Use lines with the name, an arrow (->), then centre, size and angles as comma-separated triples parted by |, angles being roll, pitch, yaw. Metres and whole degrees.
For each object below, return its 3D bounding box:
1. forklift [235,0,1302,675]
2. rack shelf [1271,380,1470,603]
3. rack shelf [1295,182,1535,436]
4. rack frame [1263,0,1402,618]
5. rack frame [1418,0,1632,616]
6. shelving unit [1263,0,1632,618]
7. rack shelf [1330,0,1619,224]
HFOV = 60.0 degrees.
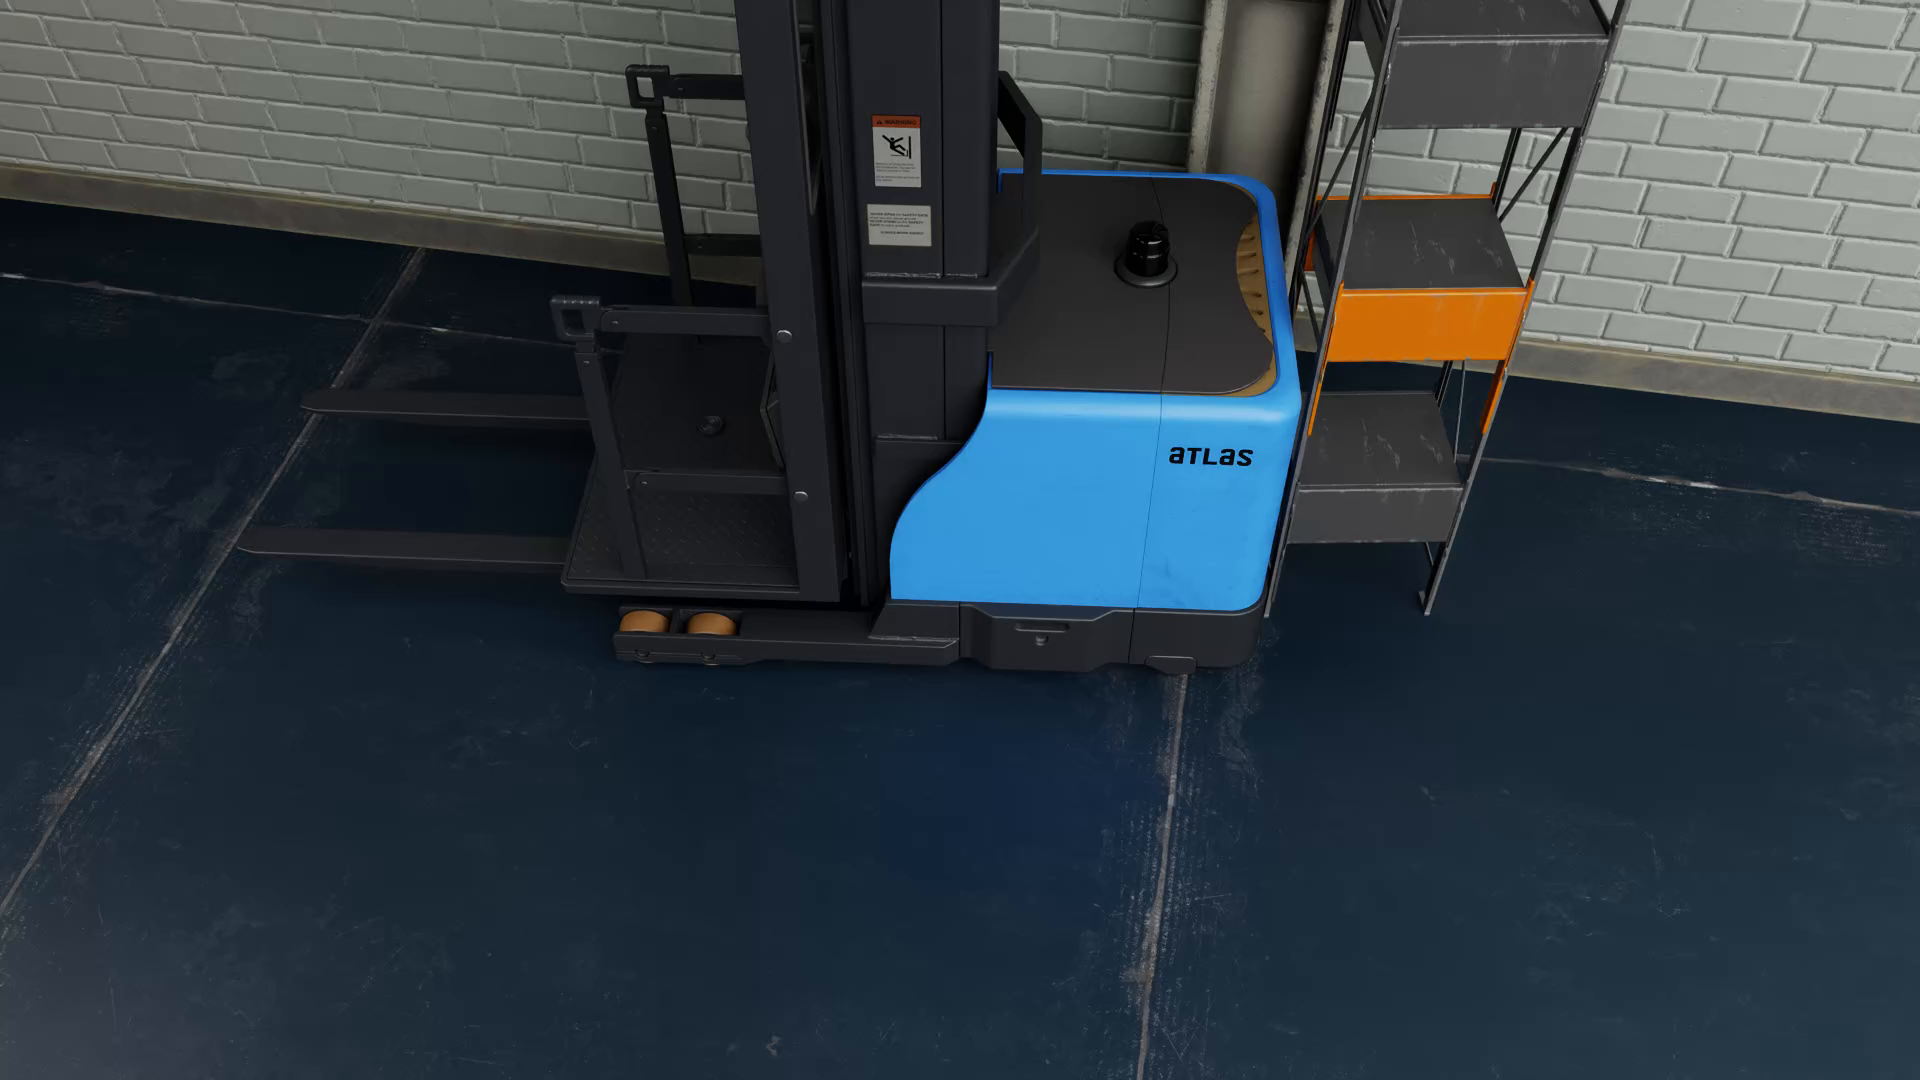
forklift -> -0.622, -1.002, 4.180 | 3.031, 2.935, 1.130 | 2, 48, 2
rack shelf -> 1.167, -0.140, 4.924 | 0.480, 0.518, 0.431 | -1, 48, -1
rack shelf -> 1.167, -0.608, 4.403 | 0.480, 0.518, 0.431 | -1, 48, -1
rack frame -> 0.923, -0.614, 4.390 | 0.015, 2.100, 0.400 | -1, 48, -1
rack frame -> 1.411, -0.620, 4.396 | 0.015, 2.100, 0.400 | -1, 48, -1
shelving unit -> 1.167, -0.617, 4.393 | 0.503, 2.100, 0.431 | -1, 48, -1
rack shelf -> 1.167, -1.076, 3.882 | 0.480, 0.518, 0.431 | -1, 48, -1
